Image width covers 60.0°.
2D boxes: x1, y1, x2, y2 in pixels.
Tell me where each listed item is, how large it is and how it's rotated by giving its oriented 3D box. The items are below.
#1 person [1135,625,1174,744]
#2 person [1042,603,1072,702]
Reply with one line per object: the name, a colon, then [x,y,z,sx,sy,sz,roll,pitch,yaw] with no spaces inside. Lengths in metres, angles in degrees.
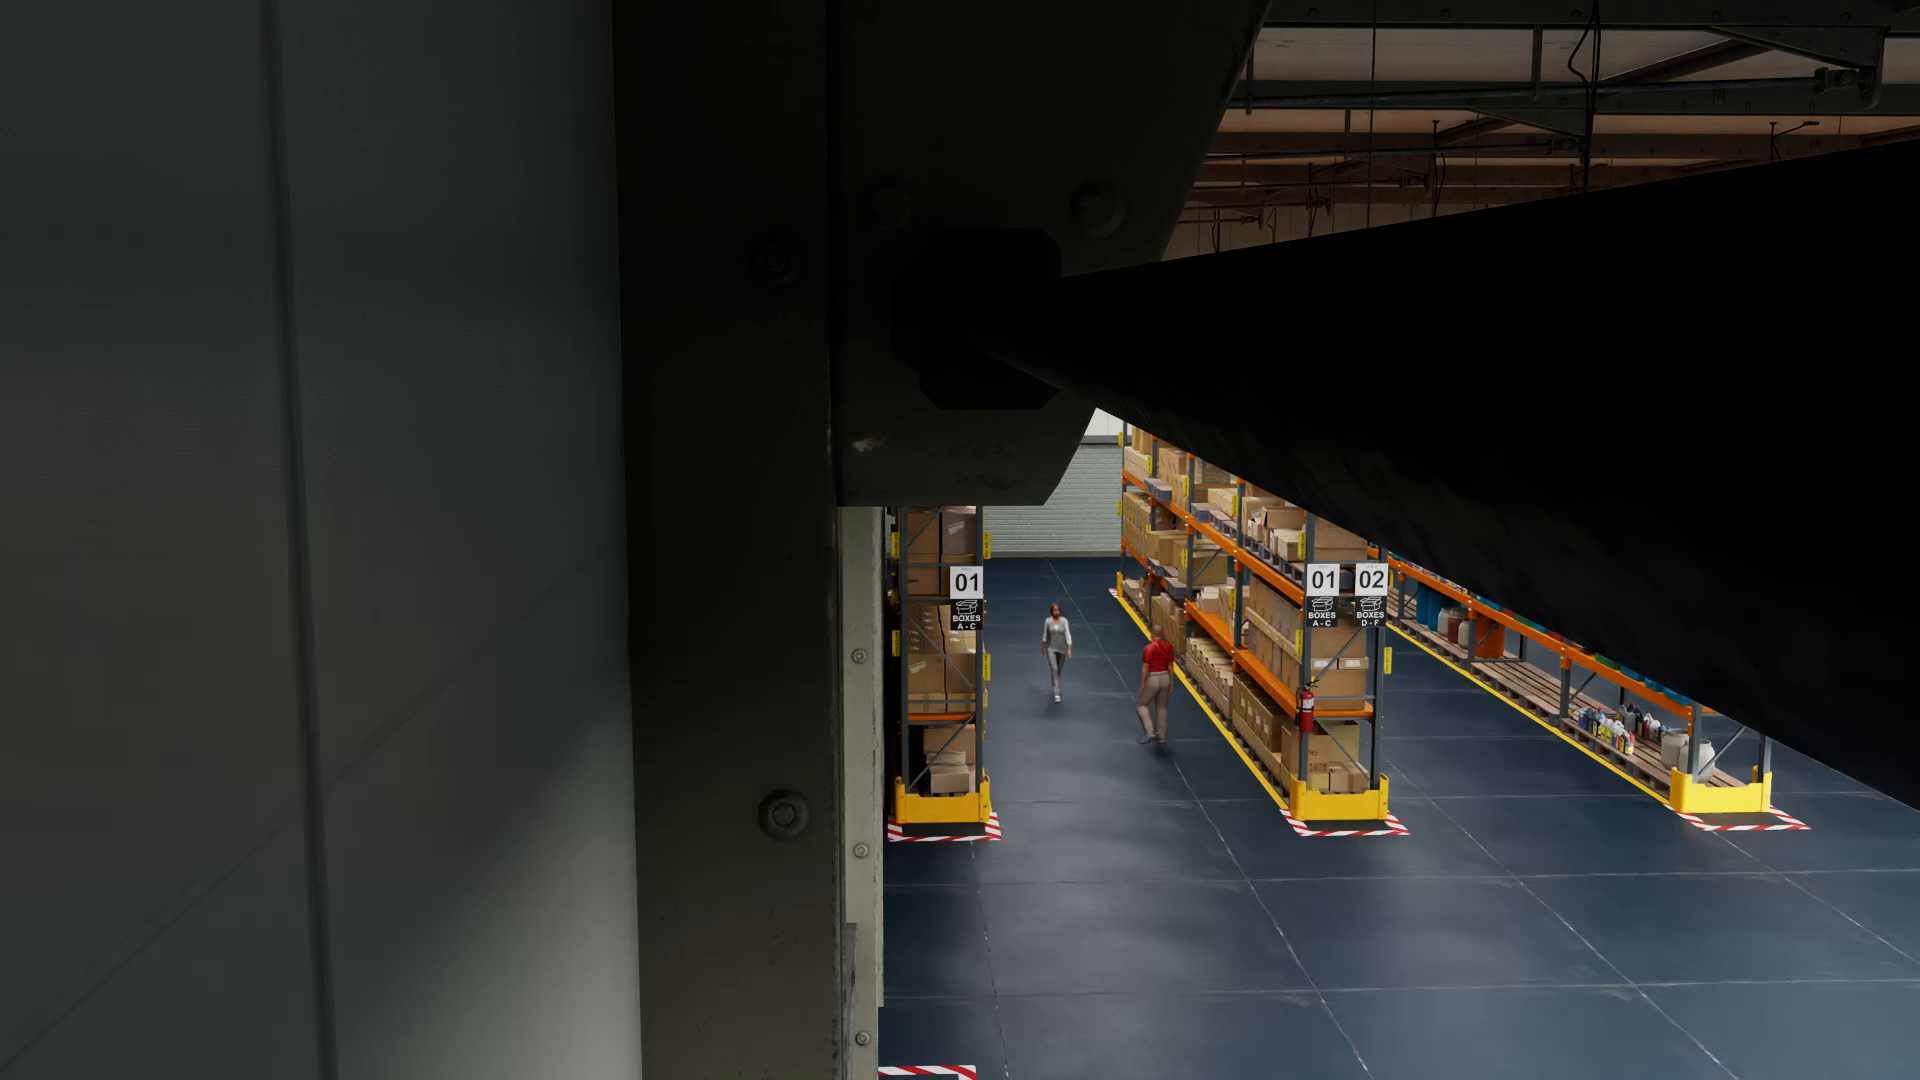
person: [2.851,2.108,24.187,0.576,1.768,0.410,-4,9,-28]
person: [1.576,1.778,26.932,0.418,1.534,1.009,-2,8,-11]
